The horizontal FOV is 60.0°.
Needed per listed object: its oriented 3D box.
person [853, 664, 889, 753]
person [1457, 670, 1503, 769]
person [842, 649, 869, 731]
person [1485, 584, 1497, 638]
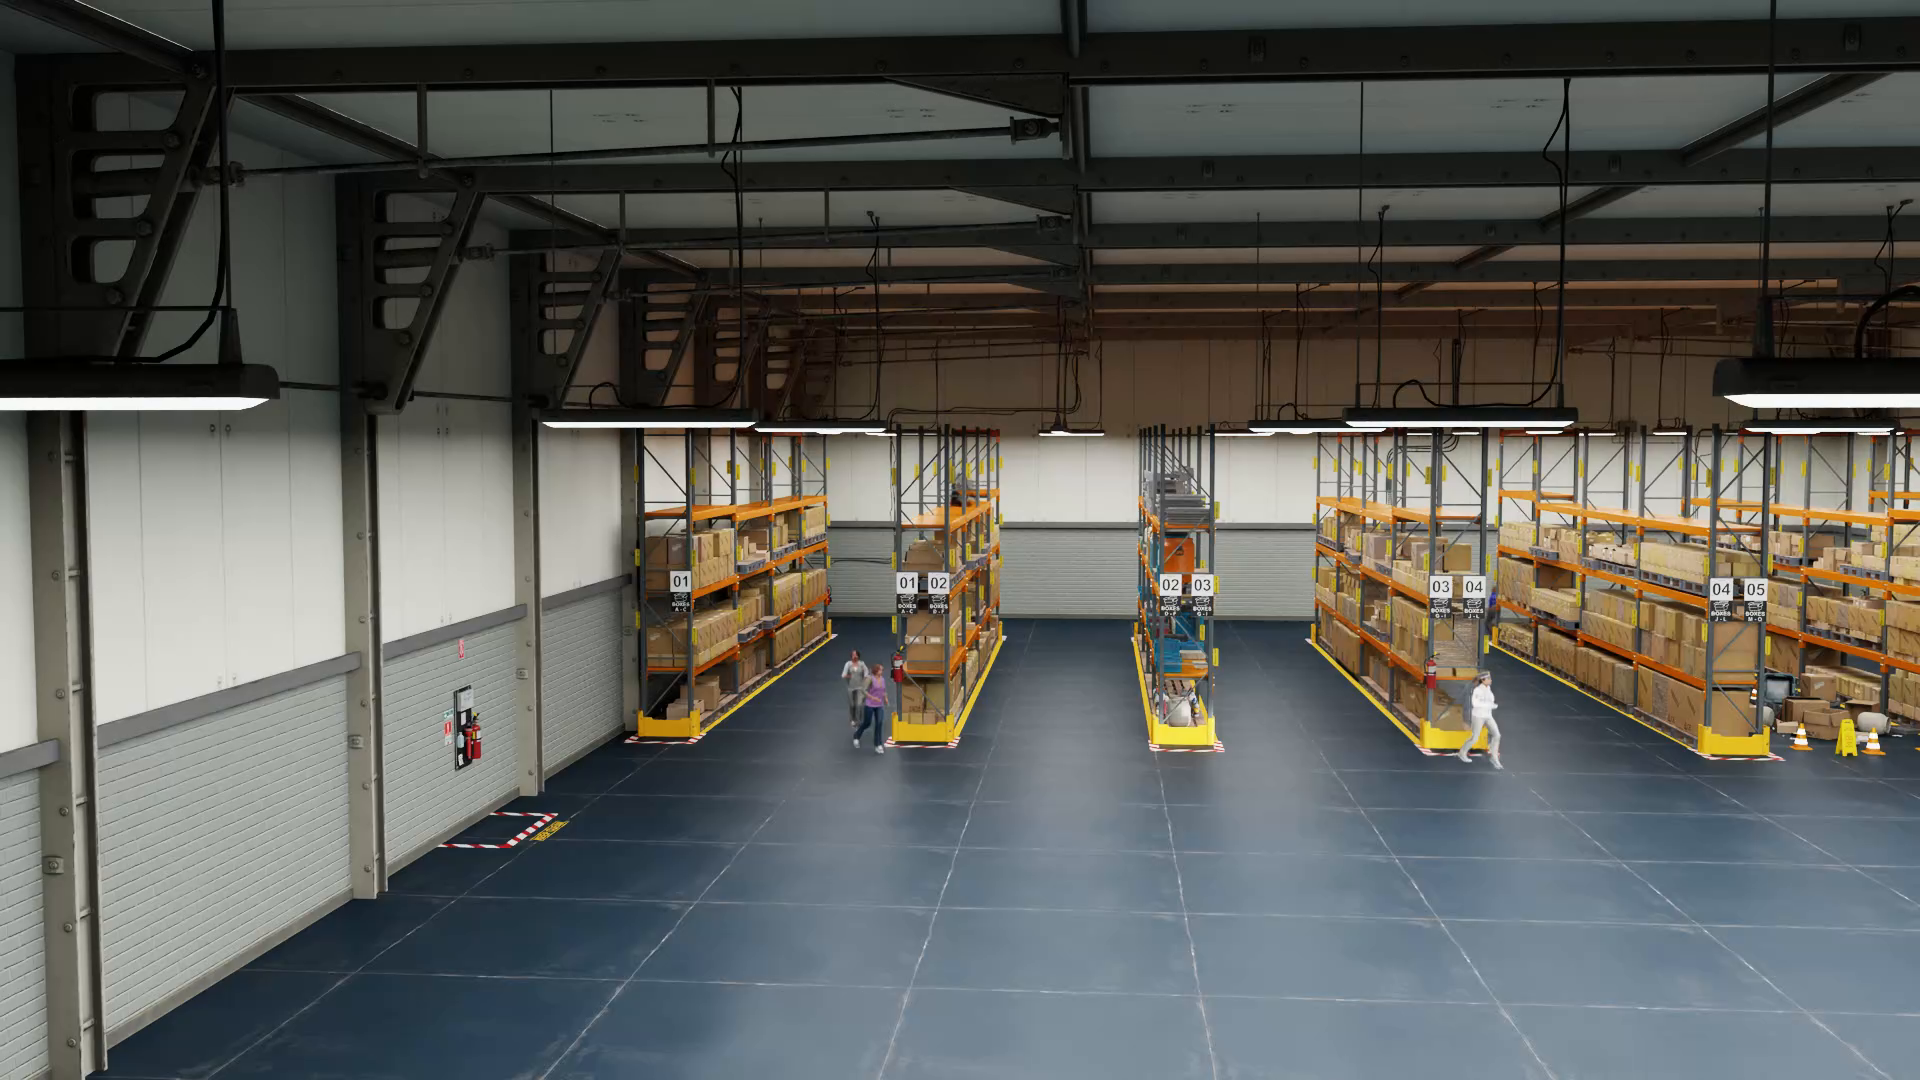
[{"bbox_3d":[-1.536,3.062,30.462,0.603,1.557,0.845,-3,4,-36],"label":"person"},{"bbox_3d":[9.087,3.119,29.044,0.636,1.721,0.817,-3,5,-40],"label":"person"},{"bbox_3d":[-2.040,2.935,32.386,0.525,1.629,0.733,0,3,-3],"label":"person"},{"bbox_3d":[15.193,2.035,47.615,0.501,1.565,0.668,2,4,27],"label":"person"}]
